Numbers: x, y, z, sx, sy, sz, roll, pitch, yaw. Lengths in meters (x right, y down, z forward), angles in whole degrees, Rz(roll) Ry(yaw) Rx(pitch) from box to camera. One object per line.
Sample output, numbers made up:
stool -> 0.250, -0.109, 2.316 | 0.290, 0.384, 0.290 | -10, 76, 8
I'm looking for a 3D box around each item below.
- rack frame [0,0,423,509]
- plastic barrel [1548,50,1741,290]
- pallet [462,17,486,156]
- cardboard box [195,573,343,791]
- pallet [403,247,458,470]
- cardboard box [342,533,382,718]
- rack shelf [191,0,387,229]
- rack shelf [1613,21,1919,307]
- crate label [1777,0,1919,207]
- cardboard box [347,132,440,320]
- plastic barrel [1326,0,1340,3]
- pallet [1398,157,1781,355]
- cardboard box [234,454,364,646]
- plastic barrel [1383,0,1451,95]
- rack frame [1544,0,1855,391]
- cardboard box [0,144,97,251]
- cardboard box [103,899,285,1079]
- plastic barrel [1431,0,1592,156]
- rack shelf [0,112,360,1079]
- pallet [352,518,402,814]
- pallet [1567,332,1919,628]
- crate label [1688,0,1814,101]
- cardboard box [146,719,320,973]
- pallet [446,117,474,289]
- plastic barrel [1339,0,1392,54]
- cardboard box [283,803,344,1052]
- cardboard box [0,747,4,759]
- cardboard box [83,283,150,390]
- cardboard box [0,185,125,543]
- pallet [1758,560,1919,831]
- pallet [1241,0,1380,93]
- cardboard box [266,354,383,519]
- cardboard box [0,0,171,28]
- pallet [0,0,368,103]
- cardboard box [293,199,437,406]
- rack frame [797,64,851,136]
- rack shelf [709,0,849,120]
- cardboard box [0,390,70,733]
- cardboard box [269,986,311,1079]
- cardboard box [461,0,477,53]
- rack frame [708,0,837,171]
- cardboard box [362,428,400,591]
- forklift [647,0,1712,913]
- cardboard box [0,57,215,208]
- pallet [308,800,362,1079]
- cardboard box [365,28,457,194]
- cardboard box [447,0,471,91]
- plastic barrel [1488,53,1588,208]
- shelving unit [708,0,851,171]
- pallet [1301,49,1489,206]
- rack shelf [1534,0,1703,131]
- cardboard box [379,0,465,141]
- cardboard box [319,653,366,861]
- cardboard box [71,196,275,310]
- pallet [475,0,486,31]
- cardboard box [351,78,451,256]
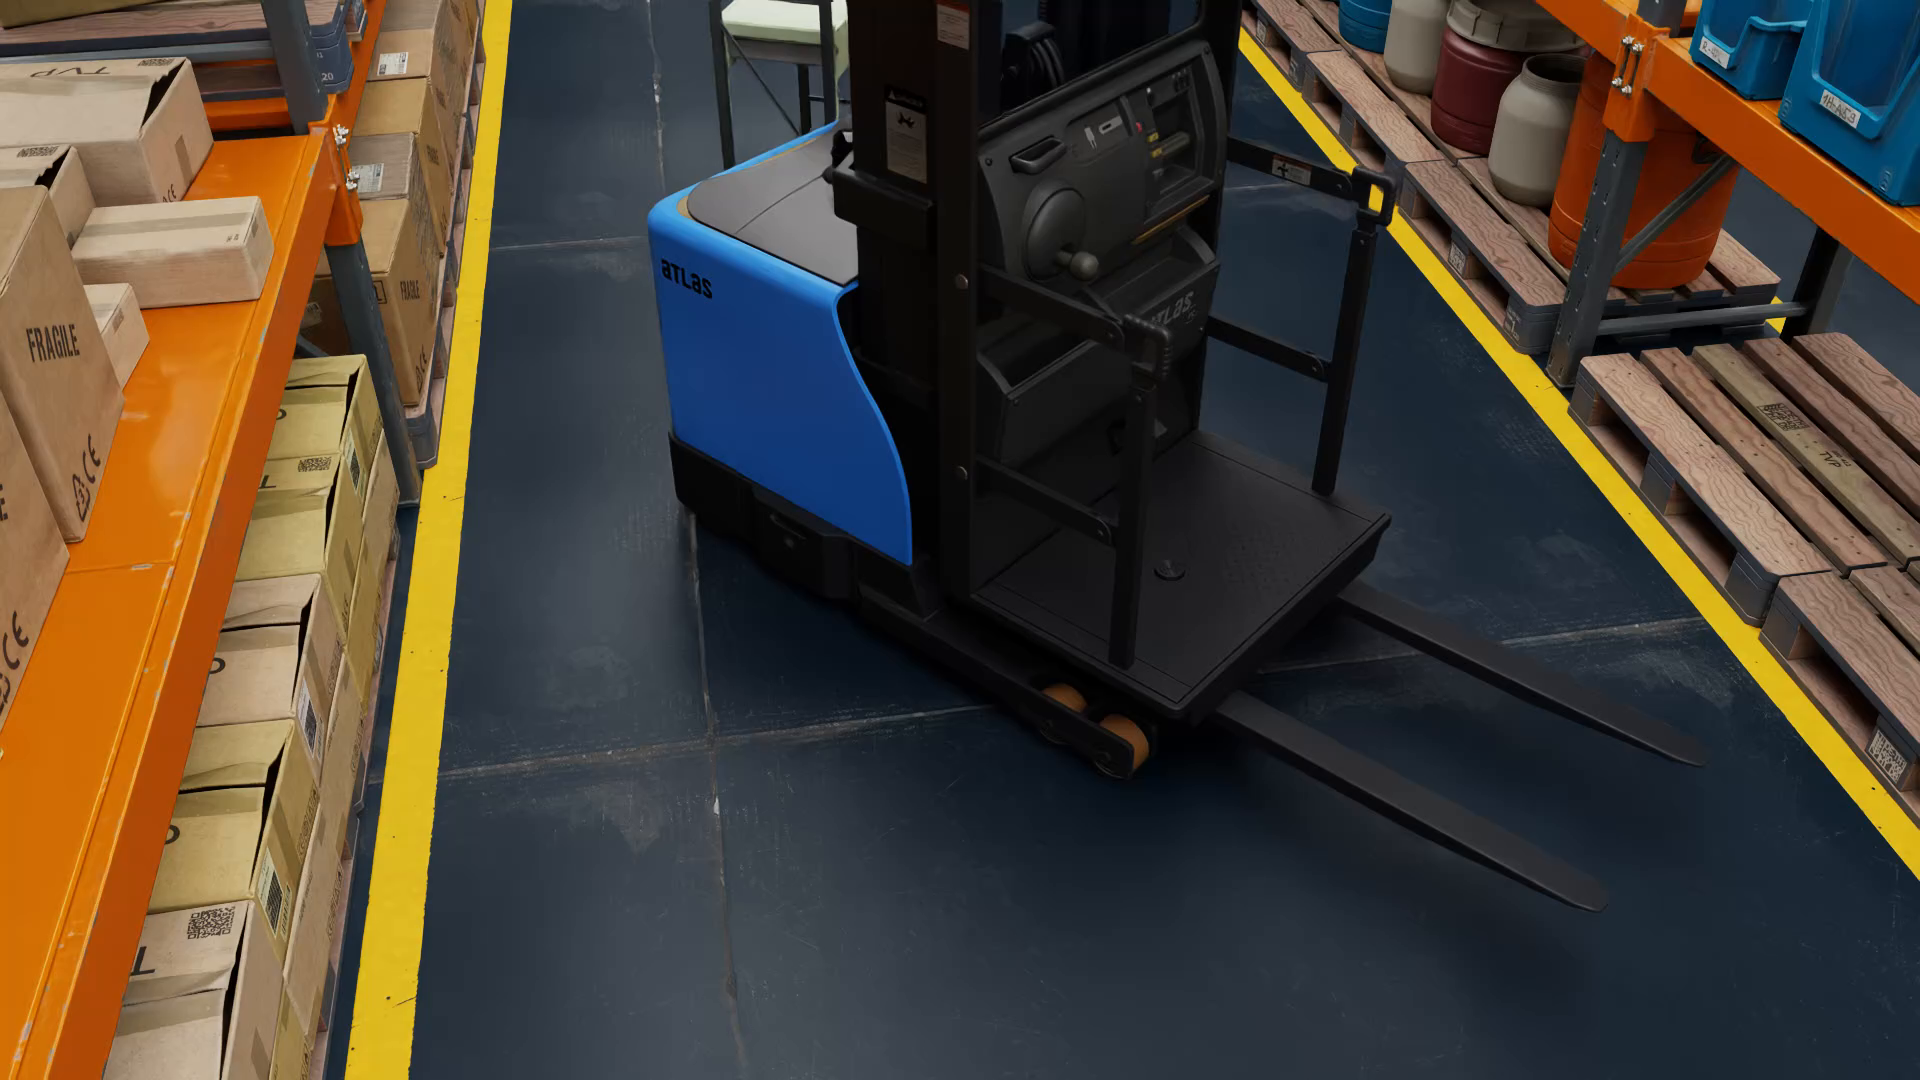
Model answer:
rack frame -> -2.255, -1.278, 4.451 | 1.000, 3.000, 0.127 | -6, 38, -8
plastic barrel -> 2.520, -1.411, 6.048 | 0.600, 0.830, 0.708 | -6, 38, -8
pallet -> -2.776, -2.106, 7.789 | 1.003, 0.211, 1.213 | -6, 38, -8
cardboard box -> -1.737, 0.328, 3.824 | 0.500, 0.311, 0.500 | -6, 38, -8
pallet -> -2.348, -0.632, 5.892 | 1.003, 0.211, 1.213 | -6, 38, -8
cardboard box -> -1.829, 0.244, 4.390 | 0.500, 0.250, 0.500 | -7, 38, -8
rack shelf -> -2.605, -2.202, 6.226 | 1.077, 0.370, 4.000 | -6, 38, -8
rack shelf -> 2.973, -0.317, 3.799 | 1.077, 0.370, 4.000 | -6, 38, -8
crate label -> 2.530, -1.194, 4.313 | 0.502, 0.435, 0.616 | -6, 38, -8
cardboard box -> -2.151, -1.086, 5.882 | 0.500, 0.500, 0.500 | -8, 38, -10
plastic barrel -> 2.000, -3.232, 8.333 | 0.600, 0.901, 0.708 | -6, 38, -8
pallet -> 2.443, -1.179, 6.596 | 1.003, 0.211, 1.213 | -6, 38, -8
cardboard box -> -1.823, 0.023, 4.217 | 0.500, 0.311, 0.500 | -7, 38, -9
plastic barrel -> 2.135, -2.299, 7.450 | 0.421, 0.512, 0.421 | 0, 38, 0
rack frame -> 2.622, -1.809, 5.133 | 1.000, 3.000, 0.127 | -6, 38, -8
cardboard box -> -2.289, -0.682, 3.756 | 0.500, 0.311, 0.500 | -7, 38, -8
cardboard box -> -1.555, 0.944, 3.031 | 0.500, 0.311, 0.500 | -7, 38, -9
plastic barrel -> 2.322, -1.998, 7.000 | 0.600, 0.588, 0.708 | -6, 38, -8
rack shelf -> -1.904, 0.214, 3.116 | 1.077, 0.370, 4.000 | -6, 38, -8
pallet -> -2.149, 0.324, 4.661 | 1.003, 0.211, 1.213 | -6, 38, -8
pallet -> 2.720, -0.236, 5.381 | 1.003, 0.211, 1.213 | -6, 38, -8
crate label -> 2.327, -1.448, 4.805 | 0.303, 0.233, 0.416 | -6, 38, -8
cardboard box -> -1.652, 0.631, 3.434 | 0.500, 0.311, 0.500 | -5, 38, -7
pallet -> -2.559, -1.367, 6.838 | 1.003, 0.211, 1.213 | -6, 38, -8
plastic barrel -> 2.124, -2.804, 7.782 | 0.600, 0.901, 0.708 | -6, 38, -8
cardboard box -> -1.650, 0.859, 3.599 | 0.500, 0.250, 0.500 | -6, 38, -7
cardboard box -> -1.764, 0.314, 2.319 | 0.500, 0.500, 0.500 | -4, 38, -5
cardboard box -> -1.976, -0.415, 3.544 | 0.380, 0.149, 0.250 | -4, 38, -5
cardboard box -> -1.945, -0.306, 3.118 | 0.500, 0.500, 0.500 | -8, 39, -10
pallet -> 2.931, 0.500, 4.435 | 1.003, 0.211, 1.213 | -6, 38, -8
pallet -> 2.015, -2.653, 8.493 | 1.003, 0.211, 1.213 | -6, 38, -8
cardboard box -> -1.921, -0.290, 4.620 | 0.500, 0.311, 0.500 | -5, 38, -7
cardboard box -> -2.476, -1.852, 4.765 | 0.700, 0.500, 0.500 | -19, 42, -23
pallet -> -2.443, -1.604, 5.027 | 1.213, 0.211, 1.003 | -6, 38, -8
cardboard box -> -2.053, -0.771, 5.476 | 0.500, 0.500, 0.500 | -5, 38, -6
rack frame -> -0.395, -1.596, 6.082 | 0.400, 1.500, 0.023 | 10, 39, 12
rack shelf -> -0.492, -1.688, 5.564 | 0.431, 0.370, 0.720 | 10, 39, 12
cardboard box -> -1.852, 0.012, 2.708 | 0.500, 0.500, 0.500 | -6, 38, -8
cardboard box -> -1.562, 1.166, 3.203 | 0.500, 0.250, 0.500 | -7, 38, -9
cardboard box -> -2.587, -2.614, 7.848 | 0.500, 0.500, 0.500 | -6, 38, -8
rack frame -> -0.589, -1.163, 5.524 | 0.400, 1.500, 0.023 | 10, 39, 12
cardboard box -> -1.922, -0.067, 4.790 | 0.500, 0.250, 0.500 | -5, 38, -7
forklift -> 0.533, -0.893, 4.010 | 3.031, 2.935, 1.130 | 28, 46, 31
cardboard box -> -2.234, -1.019, 4.189 | 0.500, 0.311, 0.500 | -4, 38, -5
pallet -> -1.938, 1.060, 3.714 | 1.003, 0.211, 1.213 | -6, 38, -8
cardboard box -> -2.330, -1.704, 6.678 | 0.500, 0.500, 0.500 | -7, 38, -9
cardboard box -> -2.509, -2.314, 7.463 | 0.500, 0.500, 0.500 | -6, 38, -8
plastic barrel -> 2.333, -1.617, 6.572 | 0.421, 0.512, 0.421 | 0, 38, 0
shelving unit -> -0.492, -1.379, 5.803 | 0.431, 1.500, 0.755 | 10, 39, 12
pallet -> 2.233, -1.915, 7.543 | 1.003, 0.211, 1.213 | -6, 38, -8
rack shelf -> 2.272, -2.733, 6.909 | 1.077, 0.370, 4.000 | -6, 38, -8
cardboard box -> -2.422, -2.011, 7.073 | 0.500, 0.500, 0.500 | -6, 38, -7
cardboard box -> -1.743, 0.548, 3.998 | 0.500, 0.250, 0.500 | -5, 38, -7
cardboard box -> -1.825, -0.666, 3.867 | 0.380, 0.149, 0.250 | -6, 38, -8
pallet -> -3.076, -3.008, 8.950 | 1.003, 0.211, 1.213 | -6, 38, -8
cardboard box -> -2.234, -1.390, 6.273 | 0.500, 0.500, 0.500 | -7, 38, -9
